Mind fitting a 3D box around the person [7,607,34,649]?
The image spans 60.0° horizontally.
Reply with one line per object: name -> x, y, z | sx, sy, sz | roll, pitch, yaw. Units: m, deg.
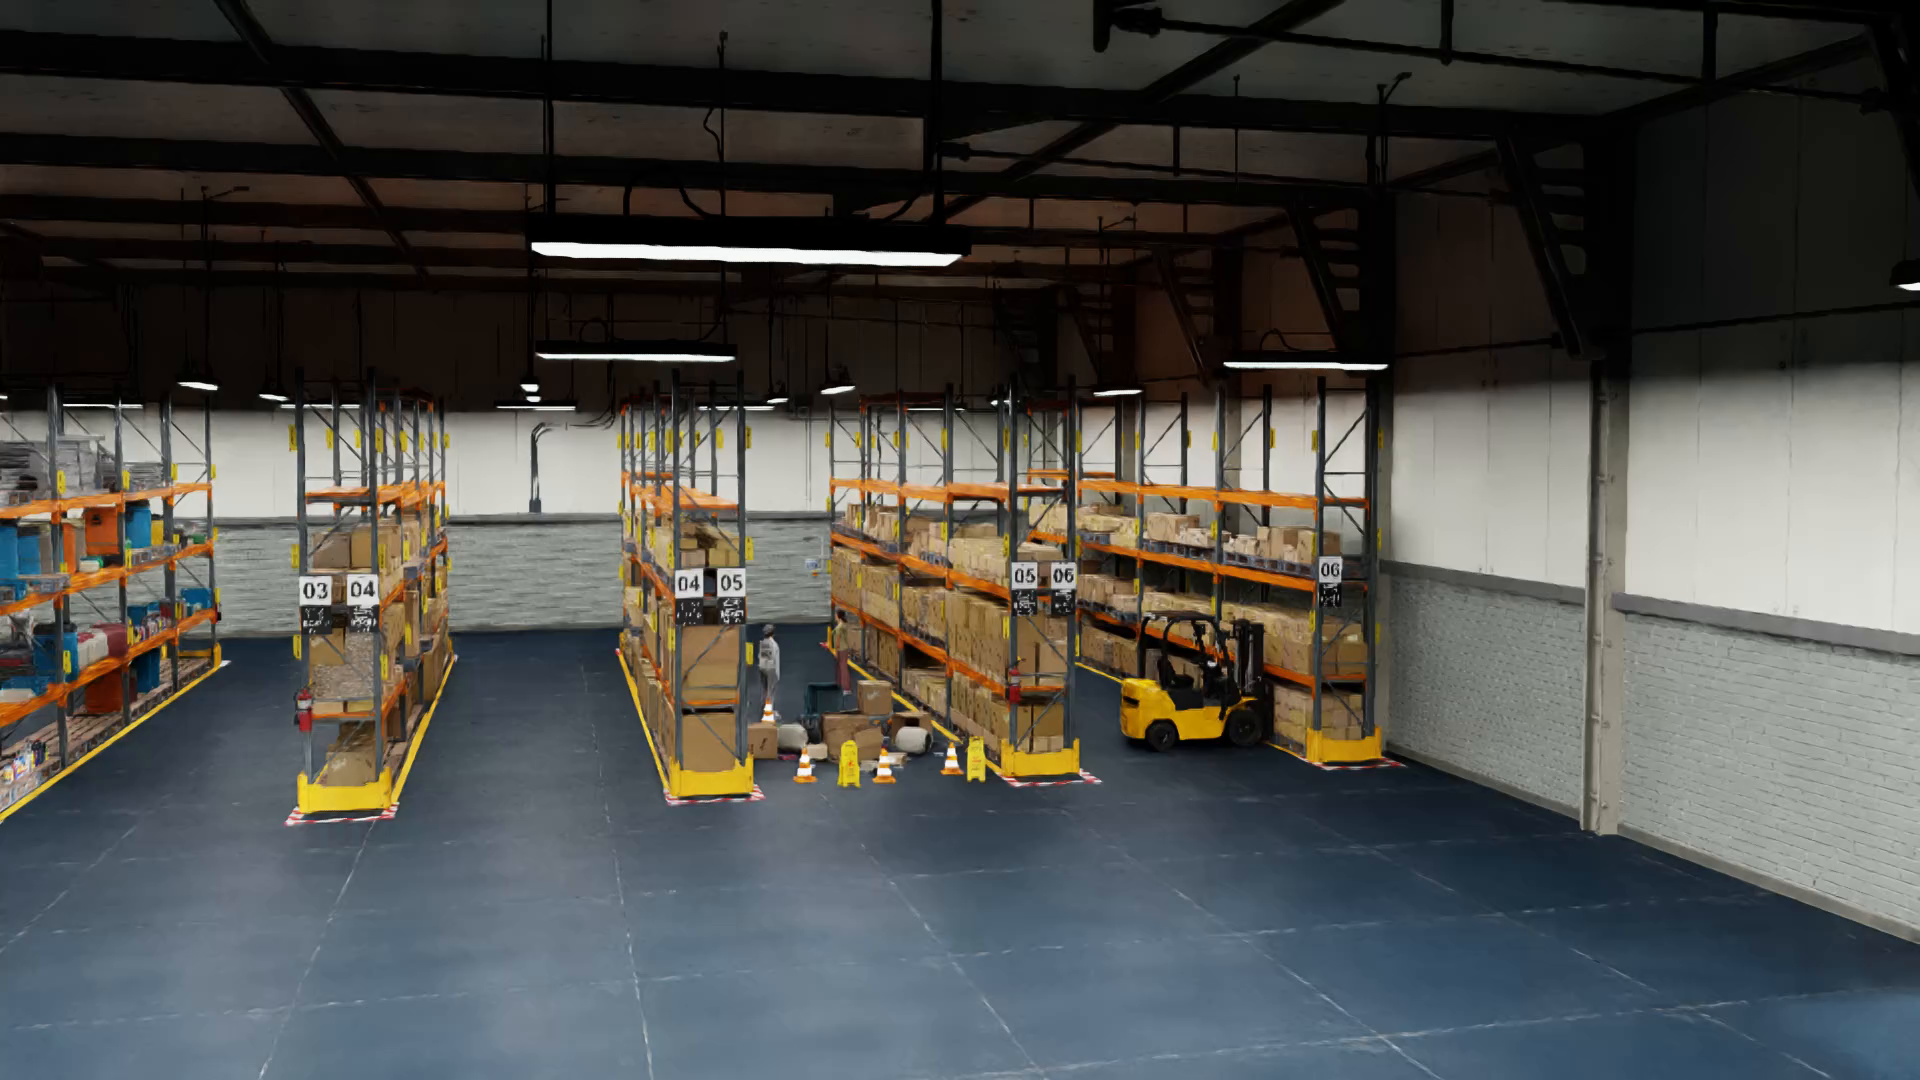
person -> -20.898, 2.025, 37.023 | 0.562, 1.514, 0.782 | -2, 4, -31

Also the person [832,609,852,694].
person -> -2.389, 2.192, 32.858 | 0.575, 1.665, 0.572 | 1, 3, 9

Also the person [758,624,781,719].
person -> -3.414, 2.362, 29.980 | 0.532, 1.677, 0.409 | 3, 5, 44
